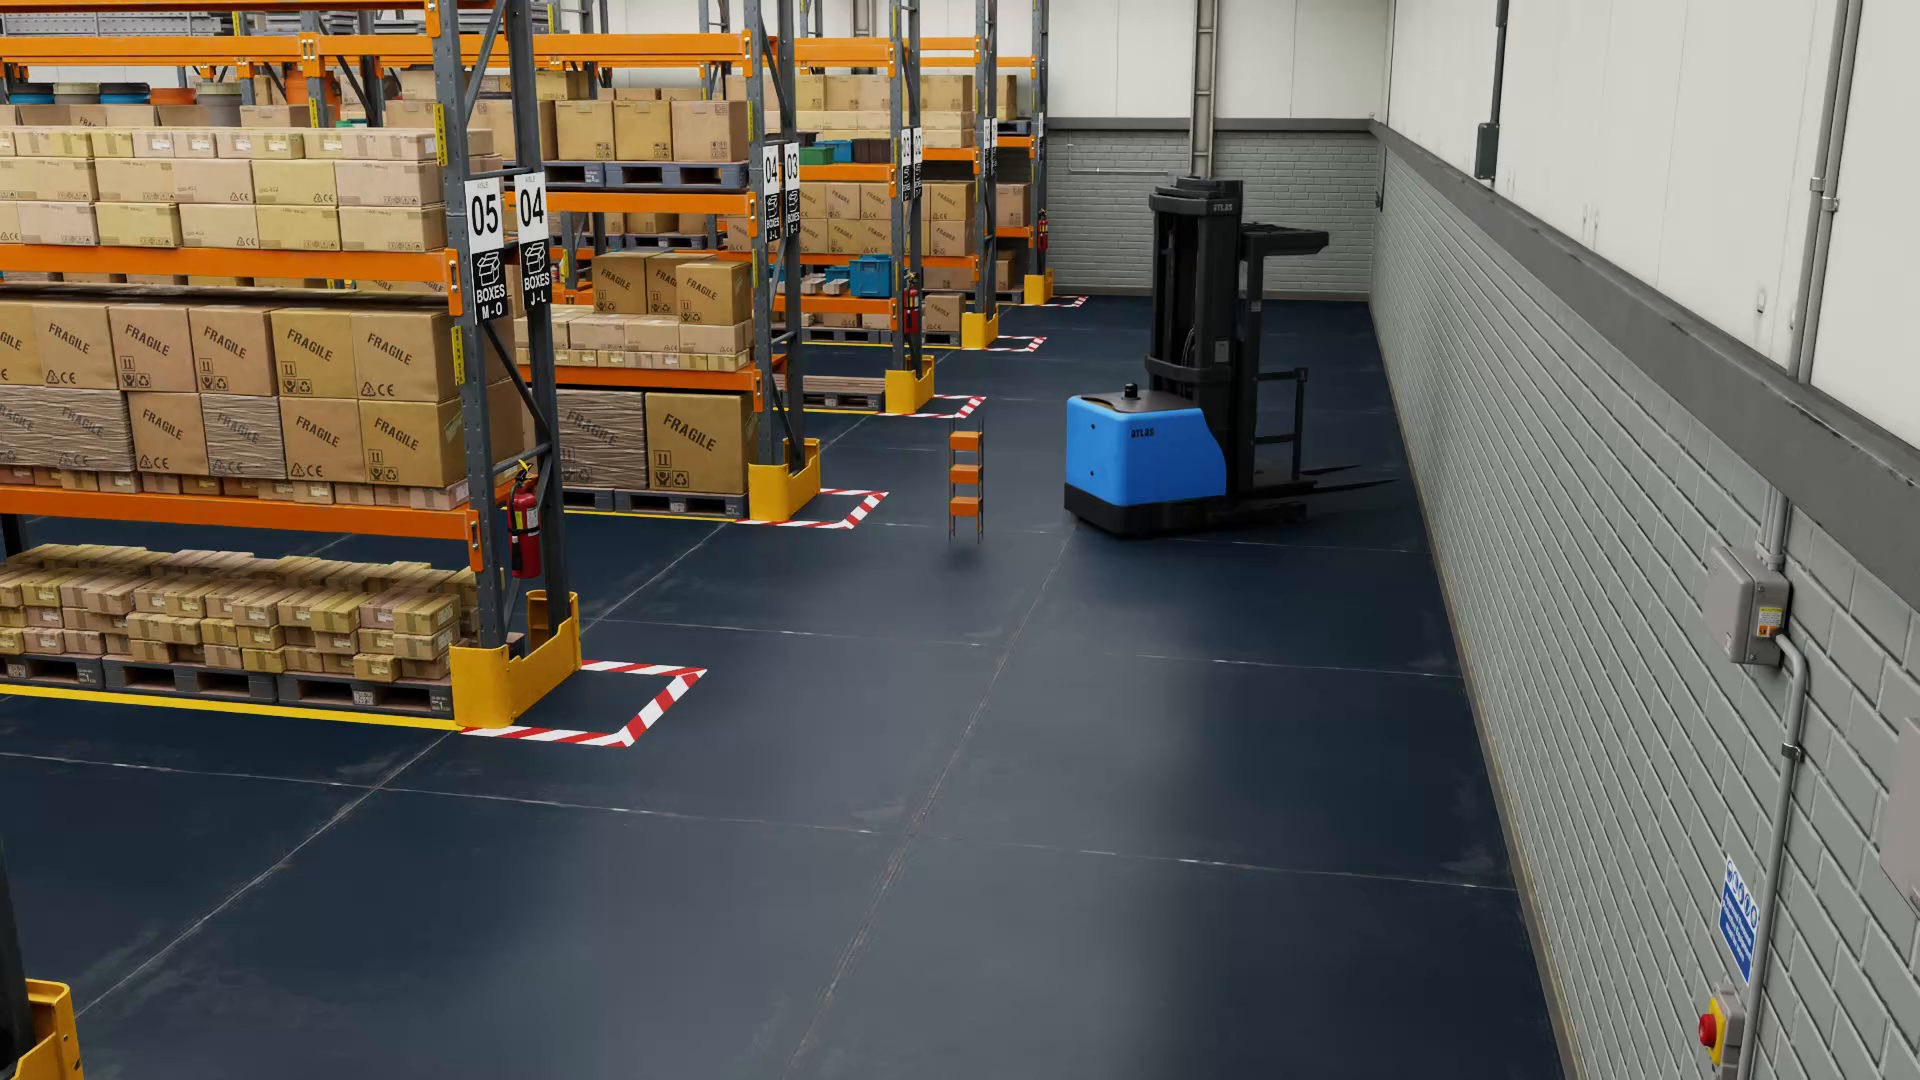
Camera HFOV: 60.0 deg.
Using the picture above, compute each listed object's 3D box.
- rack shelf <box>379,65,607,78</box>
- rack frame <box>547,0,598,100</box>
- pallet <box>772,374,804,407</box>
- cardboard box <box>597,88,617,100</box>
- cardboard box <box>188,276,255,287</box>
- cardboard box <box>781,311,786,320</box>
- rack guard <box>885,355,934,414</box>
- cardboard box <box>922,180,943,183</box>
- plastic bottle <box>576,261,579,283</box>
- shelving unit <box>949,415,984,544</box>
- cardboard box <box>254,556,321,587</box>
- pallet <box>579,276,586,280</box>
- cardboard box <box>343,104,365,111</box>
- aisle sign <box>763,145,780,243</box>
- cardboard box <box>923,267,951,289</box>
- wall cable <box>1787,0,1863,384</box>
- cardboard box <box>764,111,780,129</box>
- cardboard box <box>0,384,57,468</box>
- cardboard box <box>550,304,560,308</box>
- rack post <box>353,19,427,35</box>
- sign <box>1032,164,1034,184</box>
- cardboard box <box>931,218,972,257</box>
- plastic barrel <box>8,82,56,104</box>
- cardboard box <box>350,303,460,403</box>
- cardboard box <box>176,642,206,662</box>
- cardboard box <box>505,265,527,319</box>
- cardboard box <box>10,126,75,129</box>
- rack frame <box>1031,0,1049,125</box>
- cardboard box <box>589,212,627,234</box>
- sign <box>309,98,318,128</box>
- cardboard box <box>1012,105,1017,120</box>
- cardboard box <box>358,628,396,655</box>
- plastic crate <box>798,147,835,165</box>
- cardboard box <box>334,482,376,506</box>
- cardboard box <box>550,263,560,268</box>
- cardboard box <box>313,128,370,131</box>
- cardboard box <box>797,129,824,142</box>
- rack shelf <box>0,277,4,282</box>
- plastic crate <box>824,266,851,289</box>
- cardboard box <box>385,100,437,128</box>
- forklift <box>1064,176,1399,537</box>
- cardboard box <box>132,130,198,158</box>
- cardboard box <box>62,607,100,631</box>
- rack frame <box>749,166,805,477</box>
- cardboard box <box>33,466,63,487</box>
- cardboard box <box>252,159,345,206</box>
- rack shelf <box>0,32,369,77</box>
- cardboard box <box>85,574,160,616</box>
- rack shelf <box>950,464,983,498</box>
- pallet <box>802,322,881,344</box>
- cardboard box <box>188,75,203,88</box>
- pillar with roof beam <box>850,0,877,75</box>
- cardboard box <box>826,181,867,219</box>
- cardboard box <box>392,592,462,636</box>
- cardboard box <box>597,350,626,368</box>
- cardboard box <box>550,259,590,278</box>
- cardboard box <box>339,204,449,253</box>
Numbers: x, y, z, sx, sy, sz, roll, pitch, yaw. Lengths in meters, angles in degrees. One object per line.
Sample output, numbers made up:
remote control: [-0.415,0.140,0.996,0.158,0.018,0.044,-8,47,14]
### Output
rack shelf: [-8.443,-8.535,30.043,4.000,0.370,1.077,3,16,11]
rack frame: [-4.538,-6.163,19.385,0.127,3.000,1.000,3,16,11]
pallet: [-2.610,-1.835,20.221,1.213,0.211,1.003,3,16,11]
cardboard box: [-5.334,-6.428,24.800,0.600,0.600,0.600,2,16,9]
cardboard box: [-6.823,-2.579,15.619,0.637,0.503,0.797,3,16,12]
cardboard box: [-2.553,-3.446,25.328,0.250,0.149,0.380,3,16,11]
rack guard: [-0.592,-1.857,19.759,0.348,0.500,1.175,3,16,11]
cardboard box: [-0.523,-5.003,24.375,0.500,0.500,0.500,3,16,12]
plastic bottle: [-4.812,-3.347,20.675,0.133,0.283,0.061,3,16,11]
shelving unit: [0.052,-0.503,13.842,0.252,1.050,0.215,3,16,11]
cardboard box: [-4.432,0.232,10.976,0.250,0.149,0.380,3,16,12]
pallet: [-7.249,-4.775,30.834,1.213,0.211,1.003,3,16,11]
cardboard box: [-10.950,-7.755,30.526,0.500,0.500,0.500,4,16,13]
aisle sign: [-1.594,-2.934,14.096,0.004,0.787,0.394,3,16,11]
cardboard box: [-0.333,-4.713,29.283,0.500,0.500,0.700,3,16,9]
wall cable: [2.051,-1.834,3.754,0.029,3.000,0.463,3,16,11]
cardboard box: [-2.630,-6.065,23.993,0.500,0.250,0.500,3,16,11]
cardboard box: [-5.691,-0.759,10.369,0.500,0.500,0.500,3,16,11]
cardboard box: [-4.032,-2.039,15.457,0.500,0.250,0.500,3,16,12]
rack post: [-6.547,-5.997,19.720,0.954,0.300,0.937,5,16,17]
sign: [1.235,-6.182,28.078,0.005,0.325,0.100,3,16,11]
cardboard box: [-0.120,-4.356,23.910,0.500,0.500,0.500,4,16,13]
plastic barrel: [-11.836,-5.415,21.362,0.708,0.901,0.600,3,16,11]
cardboard box: [-3.190,-1.104,9.742,0.500,0.500,0.500,3,16,10]
cardboard box: [-4.767,0.643,10.606,0.250,0.149,0.380,4,16,13]
cardboard box: [-4.114,-2.262,14.858,0.500,0.500,0.500,3,16,9]
cardboard box: [-5.742,-2.532,10.493,0.250,0.149,0.380,3,16,11]
rack frame: [1.356,-8.542,27.973,0.127,3.000,1.000,3,16,11]
cardboard box: [-5.291,-4.896,25.074,0.500,0.500,0.700,-1,16,-3]
sign: [-5.623,-3.680,14.482,0.005,0.325,0.100,3,16,11]
cardboard box: [0.690,-7.378,28.696,0.500,0.250,0.500,4,16,14]
cardboard box: [-3.512,0.575,10.293,0.250,0.149,0.380,3,16,10]
plastic crate: [-1.641,-4.381,18.965,0.336,0.188,0.450,3,16,11]
cardboard box: [-3.553,-0.326,10.022,0.250,0.149,0.380,3,16,11]
cardboard box: [-6.447,-4.159,25.841,0.500,0.250,0.500,4,16,13]
cardboard box: [-3.700,-2.420,10.087,0.250,0.149,0.380,3,16,12]
cardboard box: [-2.141,-5.796,23.958,0.500,0.250,0.500,3,16,11]
rack shelf: [-10.417,-3.245,21.434,4.000,0.370,1.077,3,16,11]
plastic crate: [-1.439,-3.142,19.917,0.300,0.233,0.416,3,16,11]
cardboard box: [-4.746,-3.695,14.931,0.500,0.500,0.700,2,16,8]
forklift: [2.486,-1.674,14.546,3.031,2.935,1.130,-7,17,-23]
cardboard box: [-4.580,-2.306,9.678,0.250,0.149,0.380,3,16,10]
cardboard box: [-5.545,0.455,10.725,0.250,0.149,0.380,2,16,8]
rack frame: [-1.605,-1.764,14.740,0.127,3.000,1.000,3,16,11]
cardboard box: [-5.595,-0.452,10.475,0.250,0.149,0.380,2,16,9]
cardboard box: [-3.696,-2.071,9.573,0.500,0.250,0.500,3,16,10]
rack shelf: [-7.485,-4.435,15.241,4.000,0.370,1.077,3,16,11]
cardboard box: [-5.307,0.347,10.561,0.250,0.149,0.380,3,16,12]
rack shelf: [0.052,-0.493,13.844,0.240,0.259,0.215,3,16,11]
pallet: [-1.675,-3.123,24.870,1.213,0.211,1.003,3,16,11]
cardboard box: [-13.994,-8.403,30.993,0.500,0.500,0.500,2,16,7]
pillar with roof beam: [-2.563,-7.818,25.358,0.400,9.000,9.100,3,16,11]
cardboard box: [-1.626,-4.917,24.064,0.500,0.500,0.500,4,16,13]
cardboard box: [-3.262,0.451,10.183,0.250,0.149,0.380,3,16,12]
cardboard box: [-3.021,-1.629,14.726,0.250,0.149,0.380,3,16,10]
cardboard box: [-7.199,-5.109,30.674,0.500,0.500,0.700,3,16,12]
cardboard box: [-3.191,-1.800,9.532,0.500,0.250,0.500,3,16,10]
